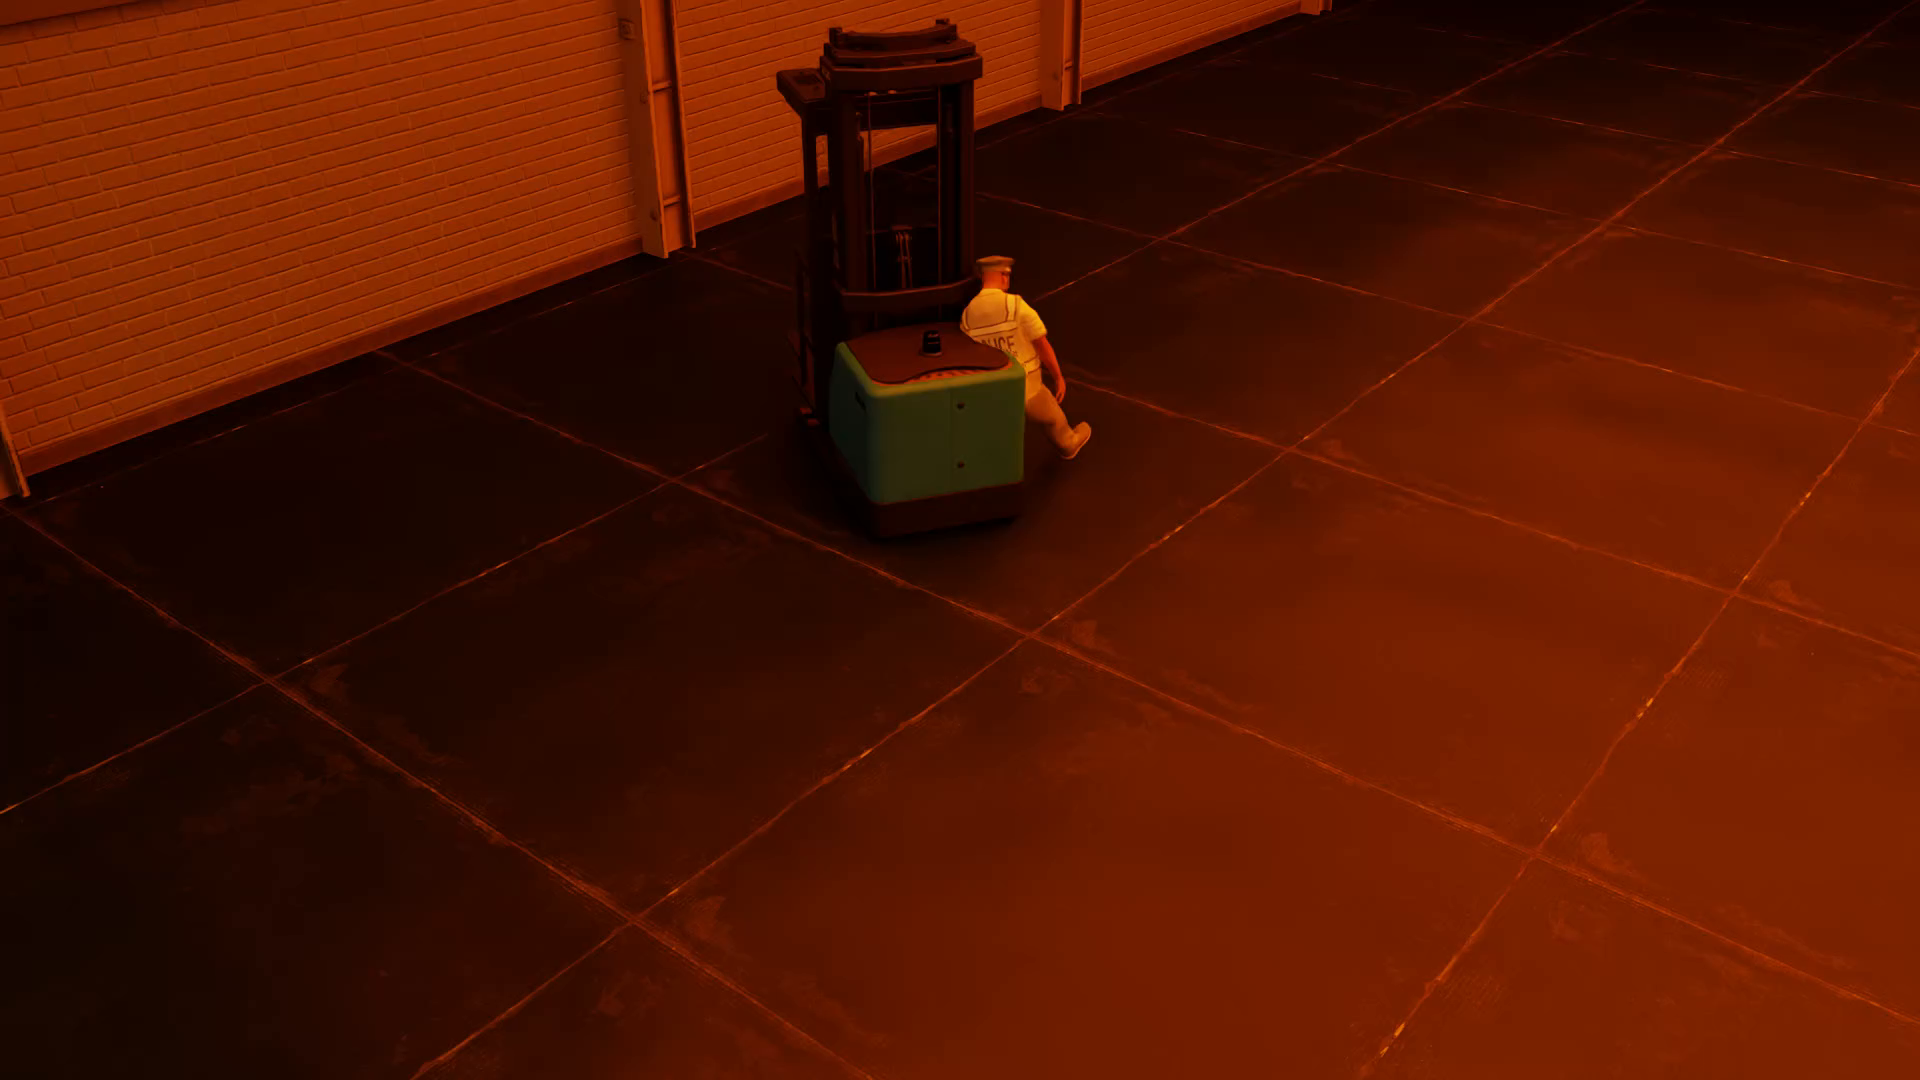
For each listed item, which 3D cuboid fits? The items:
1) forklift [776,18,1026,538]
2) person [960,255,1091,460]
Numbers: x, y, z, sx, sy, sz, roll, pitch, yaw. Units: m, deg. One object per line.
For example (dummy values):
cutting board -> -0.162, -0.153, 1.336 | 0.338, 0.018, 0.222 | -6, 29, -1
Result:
forklift -> -0.535, -2.011, 11.036 | 1.130, 2.935, 3.031 | -10, 32, -16
person -> 0.319, -1.184, 10.914 | 0.989, 1.530, 1.046 | 15, 33, 23
